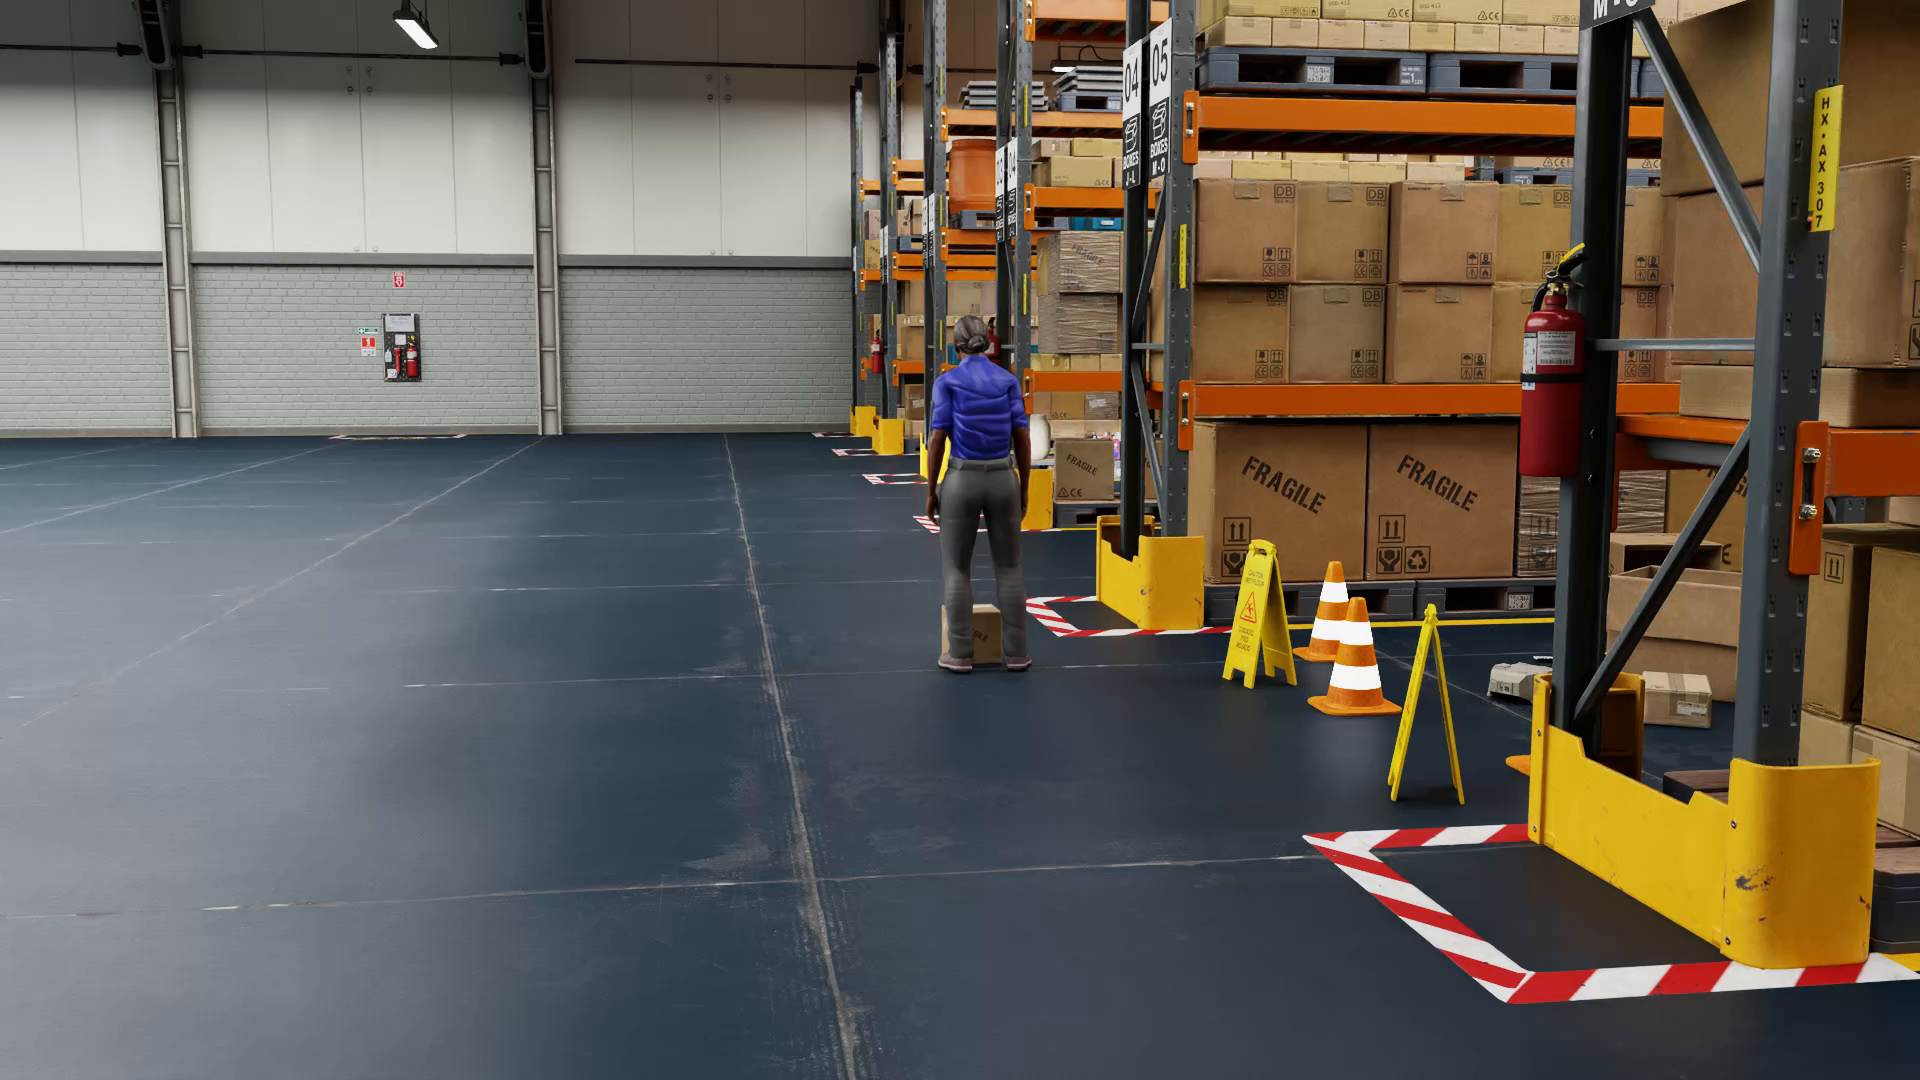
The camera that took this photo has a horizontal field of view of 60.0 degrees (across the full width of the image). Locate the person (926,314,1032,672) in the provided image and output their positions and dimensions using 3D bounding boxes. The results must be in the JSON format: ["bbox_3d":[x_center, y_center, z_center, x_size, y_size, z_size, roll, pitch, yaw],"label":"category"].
[{"bbox_3d":[0.098,-0.216,7.728,0.530,1.654,0.352,-1,7,-12],"label":"person"}]
